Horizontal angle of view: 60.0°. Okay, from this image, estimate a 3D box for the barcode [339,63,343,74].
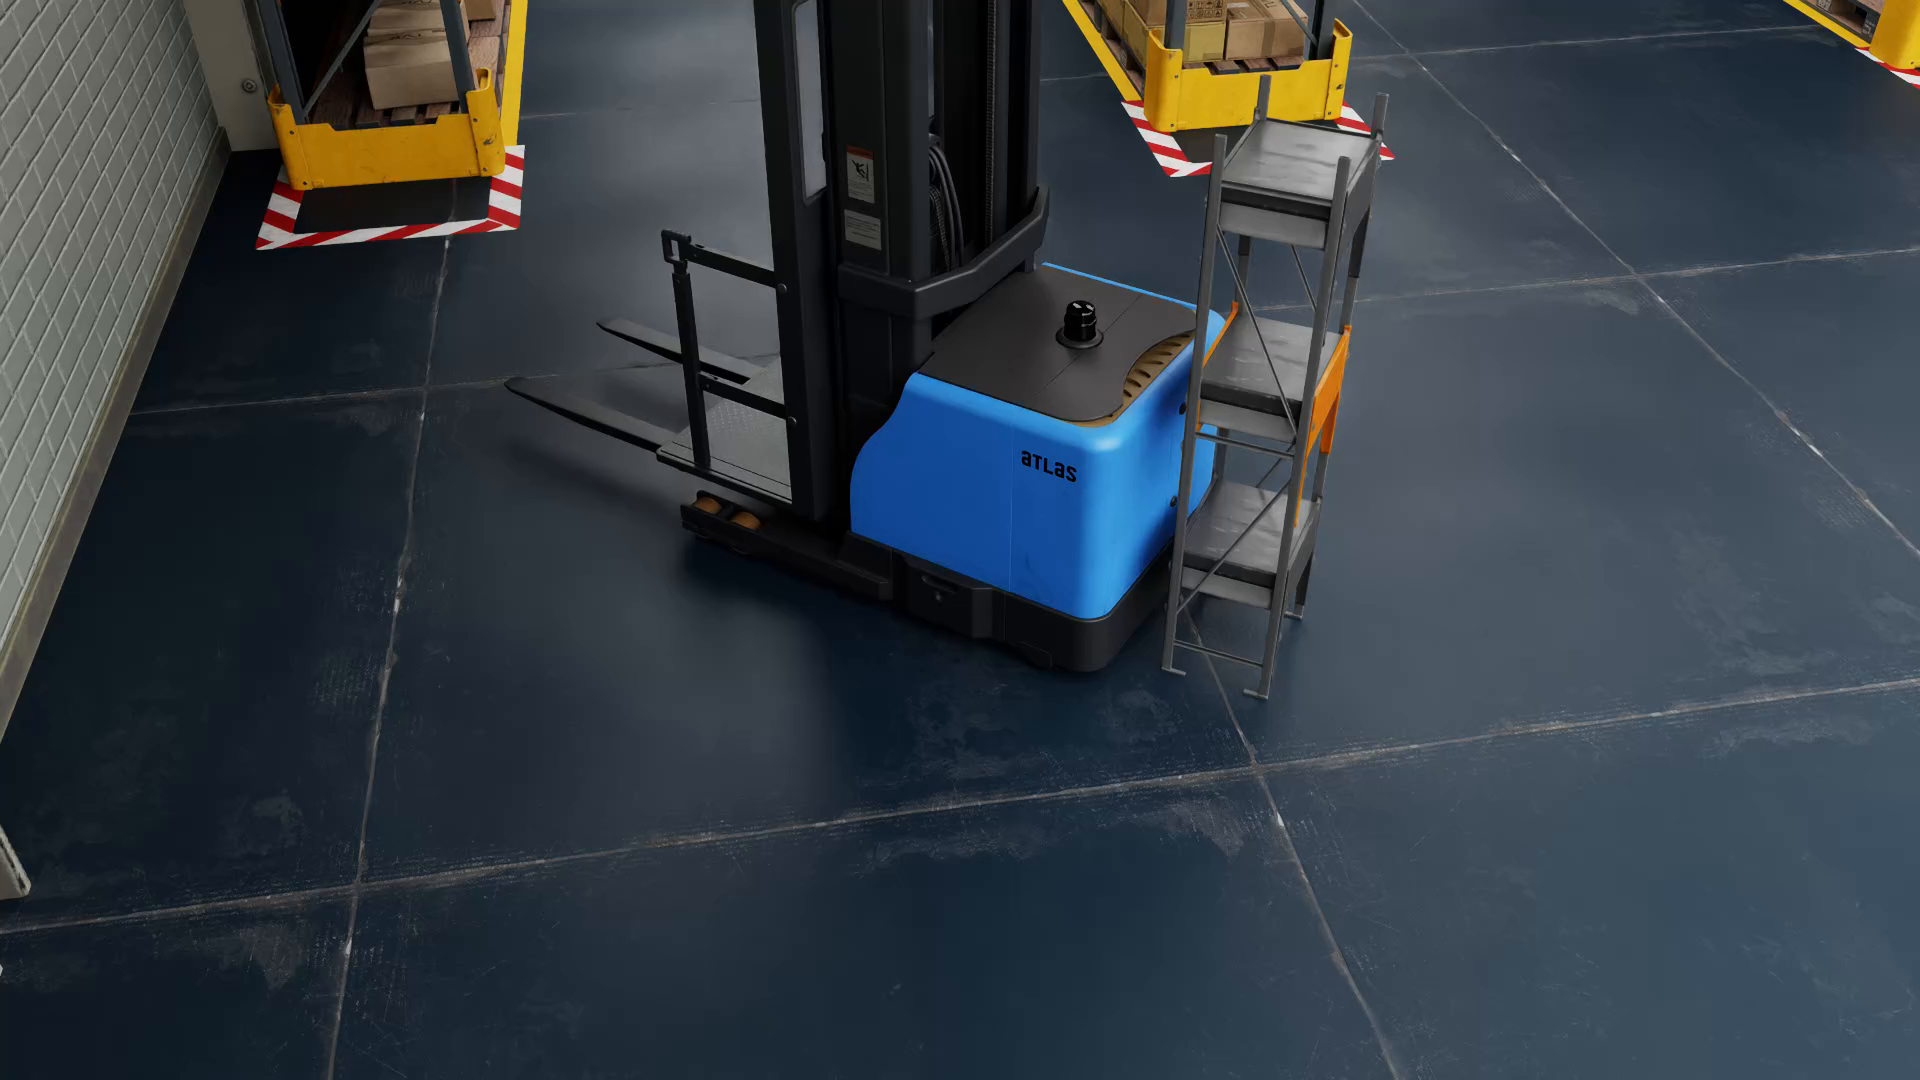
[{"bbox_3d":[-3.604,-2.756,9.678,0.001,0.075,0.075,-6,38,-8],"label":"barcode"}]

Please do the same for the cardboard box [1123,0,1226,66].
[{"bbox_3d":[1.317,-3.152,10.261,0.500,0.250,0.500,-6,38,-8],"label":"cardboard box"}]

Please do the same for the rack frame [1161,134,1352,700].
[{"bbox_3d":[0.928,-0.304,5.429,0.400,2.100,0.015,15,40,19],"label":"rack frame"}]

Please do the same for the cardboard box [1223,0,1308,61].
[{"bbox_3d":[1.827,-3.208,10.333,0.500,0.250,0.500,-6,38,-8],"label":"cardboard box"}]

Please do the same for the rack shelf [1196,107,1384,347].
[{"bbox_3d":[1.026,-0.983,5.185,0.431,0.518,0.480,15,40,19],"label":"rack shelf"}]

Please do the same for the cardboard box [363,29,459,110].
[{"bbox_3d":[-3.207,-2.785,9.722,0.500,0.311,0.500,-10,39,-13],"label":"cardboard box"}]

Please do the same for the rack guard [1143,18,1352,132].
[{"bbox_3d":[1.706,-2.778,9.919,1.175,0.500,0.348,-6,38,-8],"label":"rack guard"}]

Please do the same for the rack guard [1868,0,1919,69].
[{"bbox_3d":[6.520,-3.364,10.673,1.175,0.500,0.348,-6,38,-8],"label":"rack guard"}]

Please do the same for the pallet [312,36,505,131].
[{"bbox_3d":[-3.295,-2.684,10.033,1.003,0.211,1.213,-6,38,-8],"label":"pallet"}]

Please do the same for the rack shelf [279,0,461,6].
[{"bbox_3d":[-3.525,-4.169,10.258,1.077,0.370,4.000,-6,38,-8],"label":"rack shelf"}]

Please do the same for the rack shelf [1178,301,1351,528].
[{"bbox_3d":[1.026,-0.430,5.614,0.431,0.518,0.480,15,40,19],"label":"rack shelf"}]

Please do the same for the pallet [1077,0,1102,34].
[{"bbox_3d":[1.316,-3.872,11.561,1.003,0.211,1.213,-6,38,-8],"label":"pallet"}]

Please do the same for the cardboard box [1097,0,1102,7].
[{"bbox_3d":[1.128,-3.755,11.037,0.500,0.250,0.500,-6,38,-8],"label":"cardboard box"}]

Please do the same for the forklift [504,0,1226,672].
[{"bbox_3d":[-0.532,-1.356,6.107,3.031,2.935,1.130,20,42,24],"label":"forklift"}]

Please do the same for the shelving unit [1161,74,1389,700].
[{"bbox_3d":[1.026,-0.441,5.606,0.431,2.100,0.503,15,40,19],"label":"shelving unit"}]

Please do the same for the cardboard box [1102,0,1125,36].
[{"bbox_3d":[1.218,-3.453,10.648,0.500,0.250,0.500,-6,38,-8],"label":"cardboard box"}]

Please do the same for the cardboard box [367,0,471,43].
[{"bbox_3d":[-3.307,-3.129,10.165,0.500,0.311,0.500,-3,38,-4],"label":"cardboard box"}]

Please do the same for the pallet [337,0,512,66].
[{"bbox_3d":[-3.506,-3.420,10.980,1.003,0.211,1.213,-6,38,-8],"label":"pallet"}]

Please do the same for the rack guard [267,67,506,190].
[{"bbox_3d":[-3.187,-2.304,9.308,1.175,0.500,0.348,-6,38,-8],"label":"rack guard"}]

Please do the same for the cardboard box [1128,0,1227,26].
[{"bbox_3d":[1.315,-3.448,10.031,0.500,0.500,0.500,-6,38,-8],"label":"cardboard box"}]

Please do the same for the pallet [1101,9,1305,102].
[{"bbox_3d":[1.527,-3.136,10.615,1.003,0.211,1.213,-6,38,-8],"label":"pallet"}]

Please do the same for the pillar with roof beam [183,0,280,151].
[{"bbox_3d":[0.090,-6.407,7.662,9.100,9.000,0.400,-6,38,-8],"label":"pillar with roof beam"}]

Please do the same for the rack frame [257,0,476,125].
[{"bbox_3d":[-3.174,-3.245,8.482,1.000,3.000,0.127,-6,38,-8],"label":"rack frame"}]

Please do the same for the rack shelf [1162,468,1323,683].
[{"bbox_3d":[1.026,0.123,6.044,0.431,0.518,0.480,15,40,19],"label":"rack shelf"}]

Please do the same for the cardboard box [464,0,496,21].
[{"bbox_3d":[-3.386,-3.652,10.685,0.700,0.500,0.500,-9,39,-11],"label":"cardboard box"}]

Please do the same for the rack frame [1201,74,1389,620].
[{"bbox_3d":[1.124,-0.578,5.782,0.400,2.100,0.015,15,40,19],"label":"rack frame"}]

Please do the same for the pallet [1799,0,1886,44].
[{"bbox_3d":[6.383,-3.741,11.394,1.003,0.211,1.213,-6,38,-8],"label":"pallet"}]

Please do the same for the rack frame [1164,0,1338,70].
[{"bbox_3d":[1.702,-3.780,9.171,1.000,3.000,0.127,-6,38,-8],"label":"rack frame"}]
